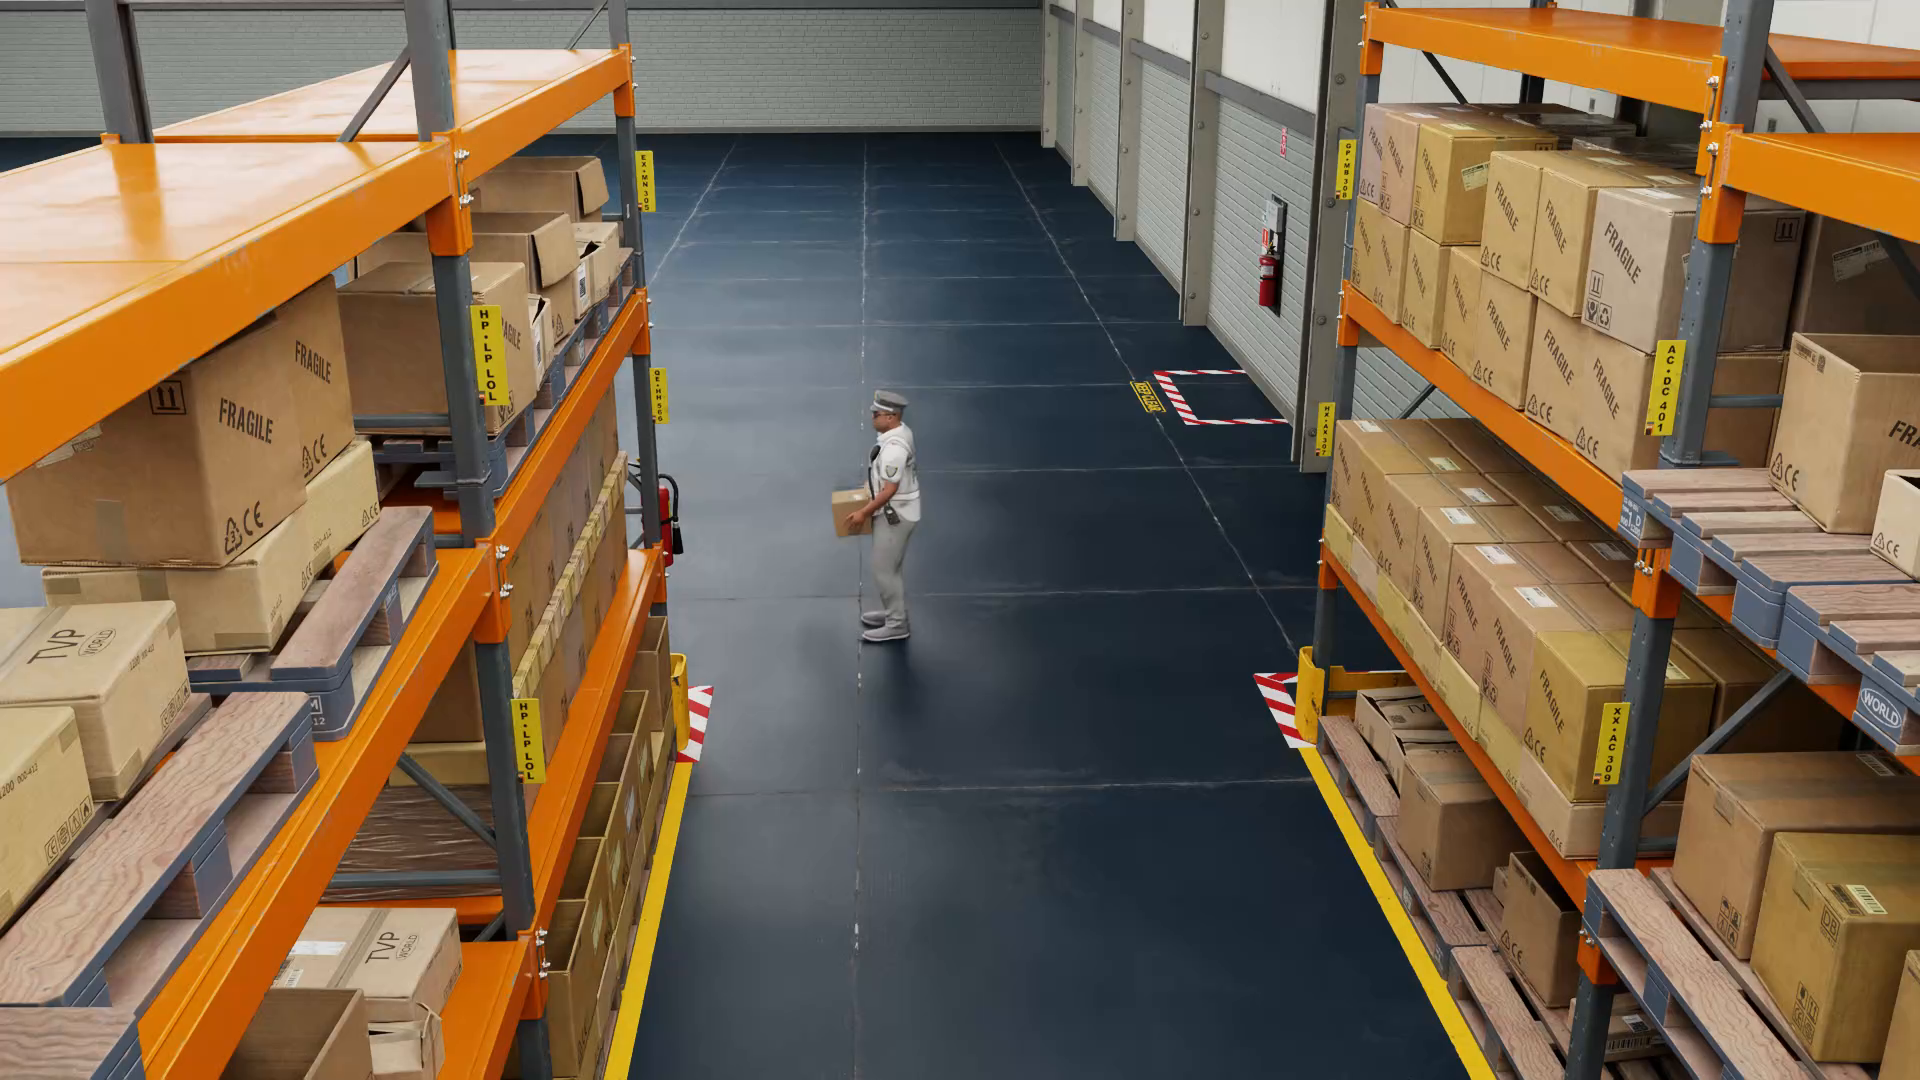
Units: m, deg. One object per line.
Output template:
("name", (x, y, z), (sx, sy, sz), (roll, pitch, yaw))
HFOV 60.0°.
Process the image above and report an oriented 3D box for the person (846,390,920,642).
("person", (-0.535, -0.179, 11.520), (0.513, 1.768, 0.530), (-1, 20, -4))
